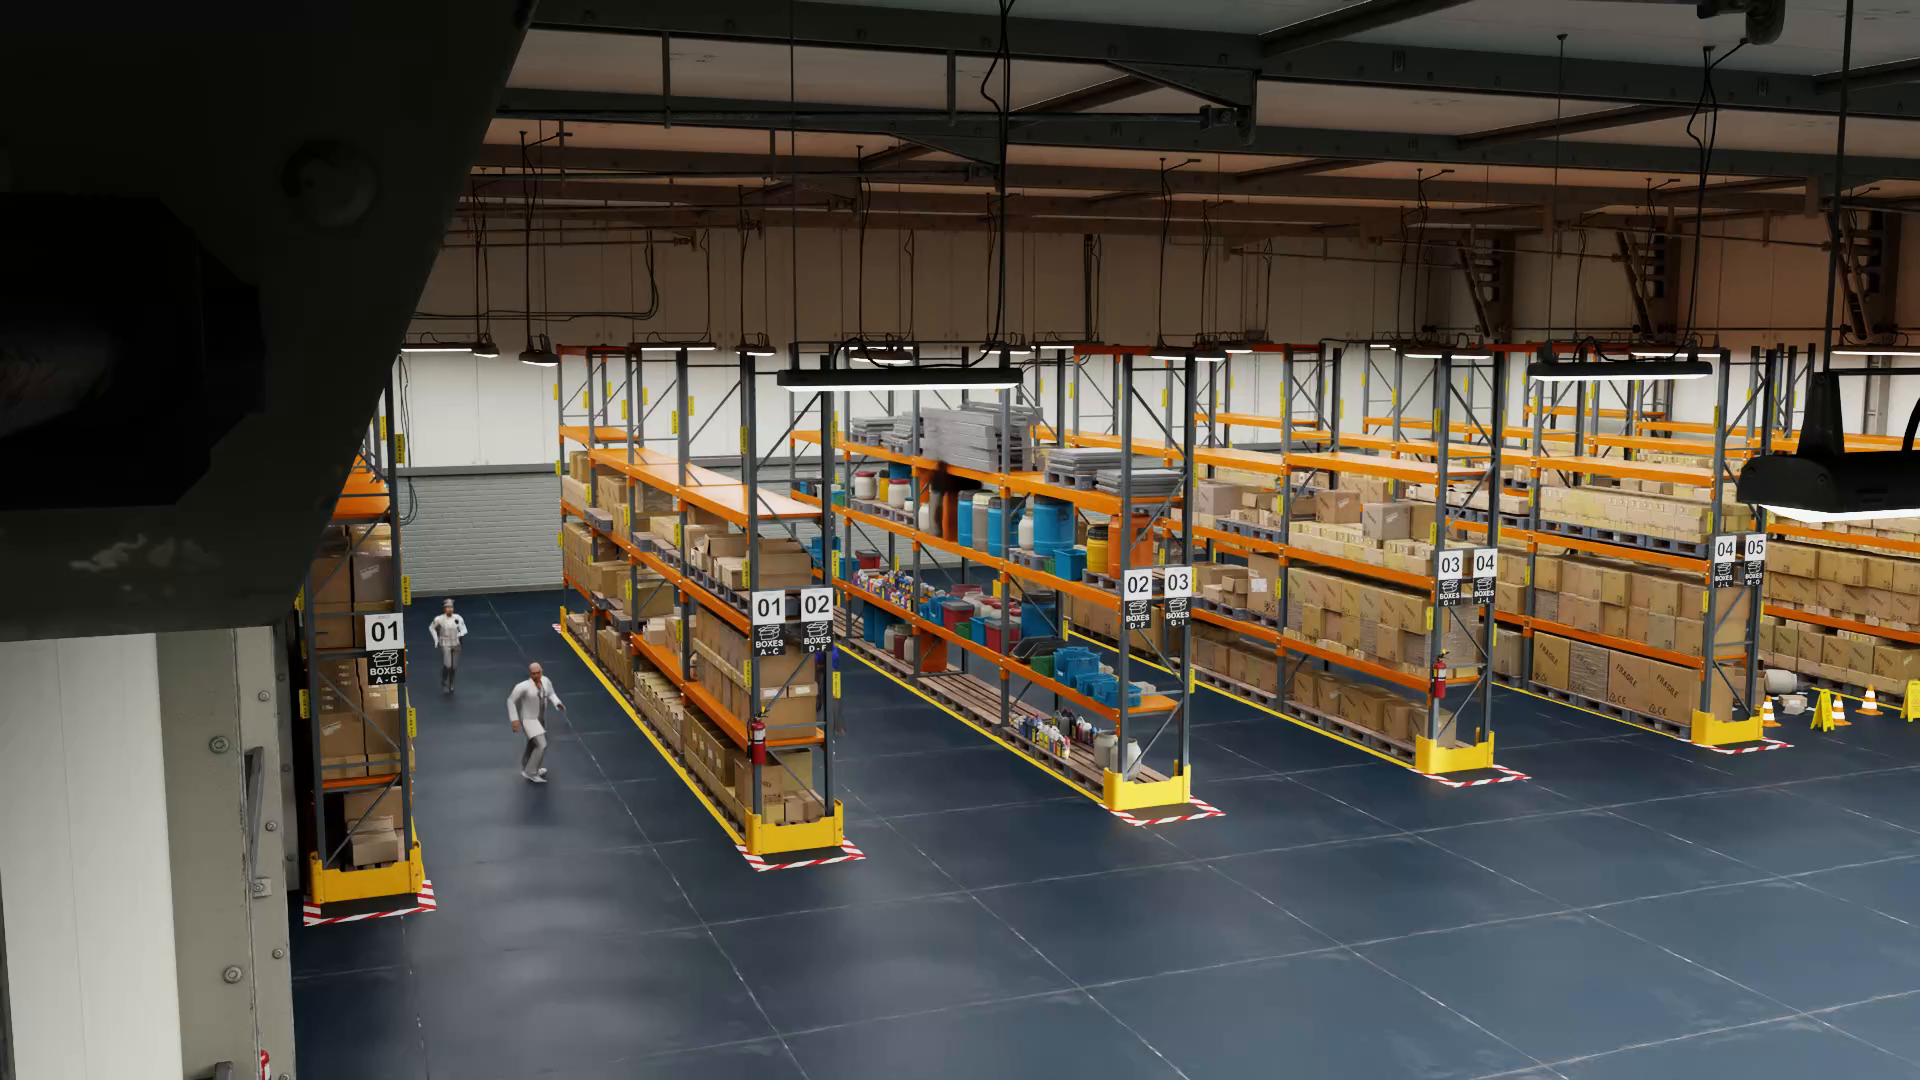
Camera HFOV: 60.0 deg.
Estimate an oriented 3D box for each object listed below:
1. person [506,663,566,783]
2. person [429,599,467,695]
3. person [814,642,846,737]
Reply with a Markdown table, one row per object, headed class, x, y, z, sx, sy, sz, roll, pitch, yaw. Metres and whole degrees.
| class | x | y | z | sx | sy | sz | roll | pitch | yaw |
| --- | --- | --- | --- | --- | --- | --- | --- | --- | --- |
| person | -5.927 | 2.561 | 23.340 | 0.876 | 1.745 | 0.686 | 2 | 8 | 19 |
| person | -8.827 | 1.841 | 28.779 | 0.599 | 1.677 | 0.650 | -4 | 8 | -27 |
| person | -2.107 | 2.195 | 26.092 | 0.558 | 1.665 | 0.927 | -5 | 9 | -33 |
